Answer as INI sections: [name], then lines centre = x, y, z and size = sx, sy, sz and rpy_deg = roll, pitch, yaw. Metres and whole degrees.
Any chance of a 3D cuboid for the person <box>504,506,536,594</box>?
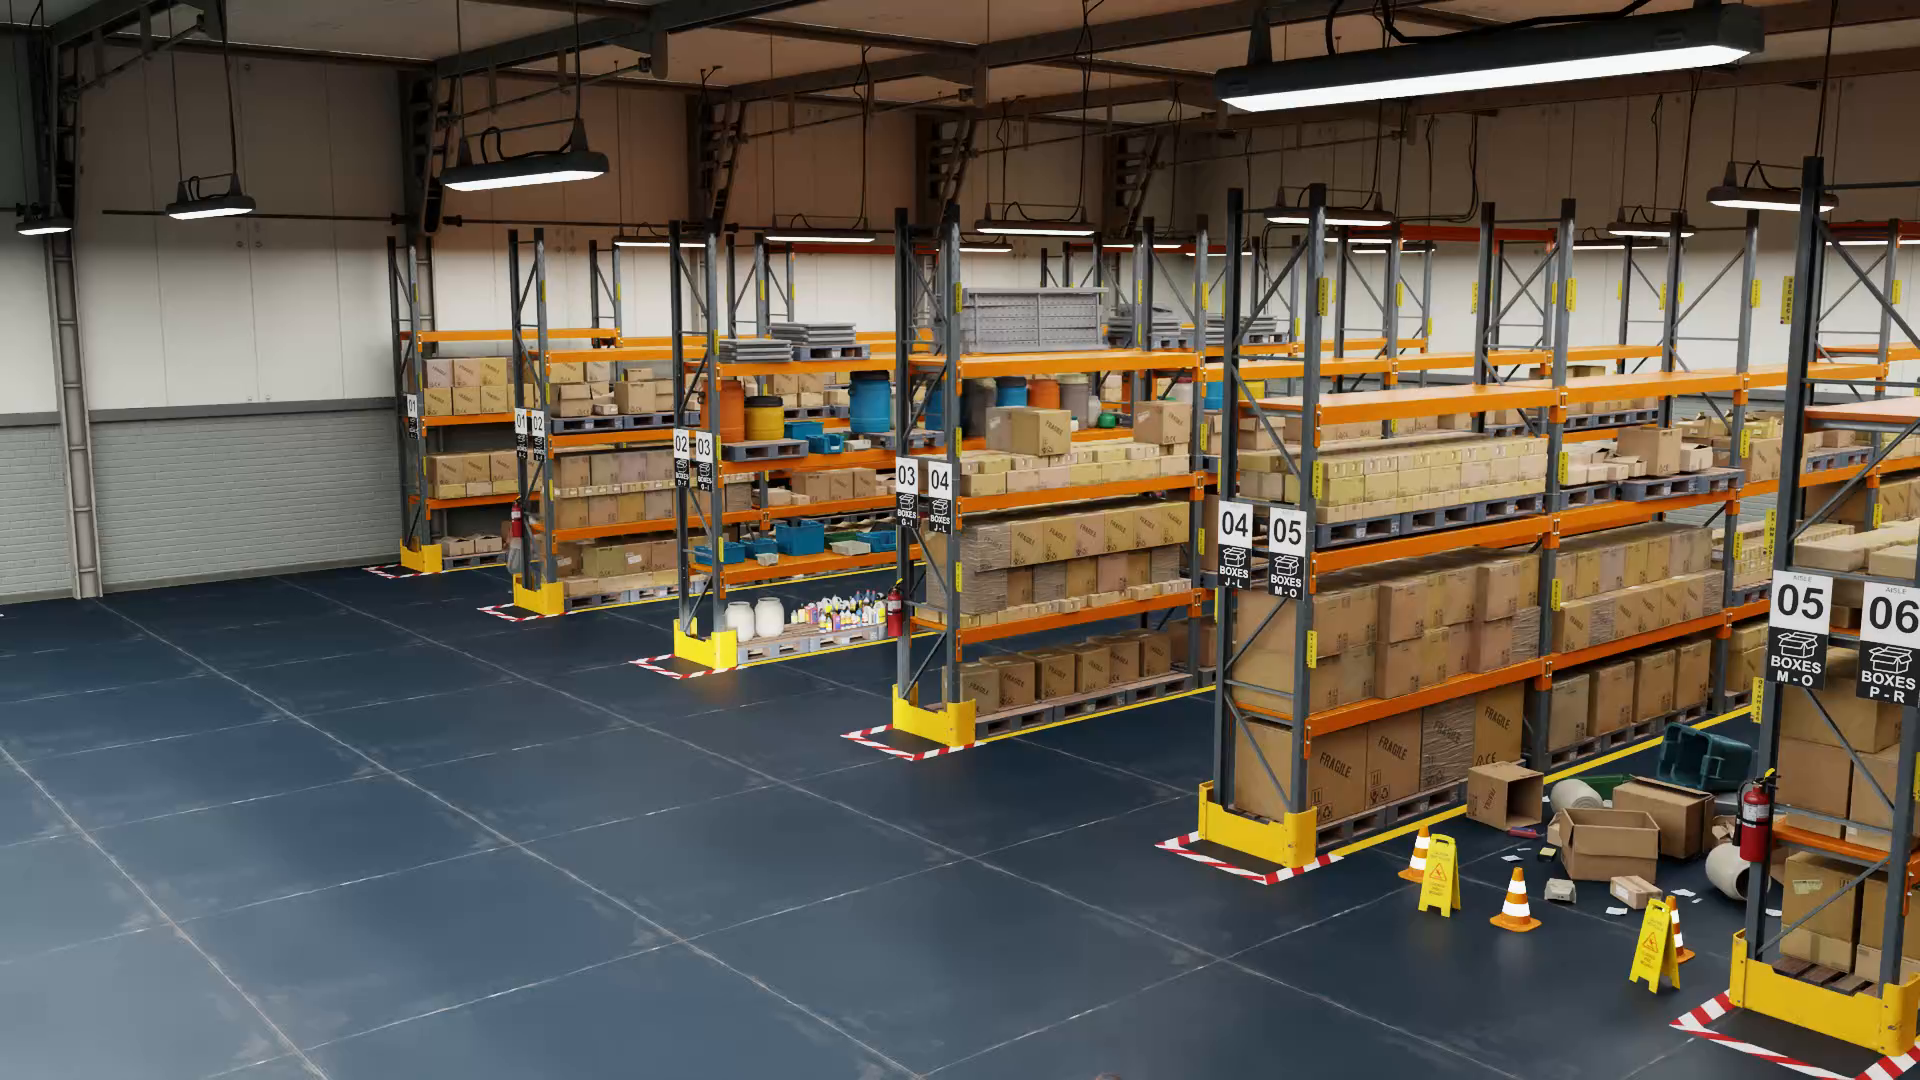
[person]
centre = -7.376, 0.136, 27.855
size = 0.605, 1.548, 0.478
rpy_deg = 7, 11, 39
